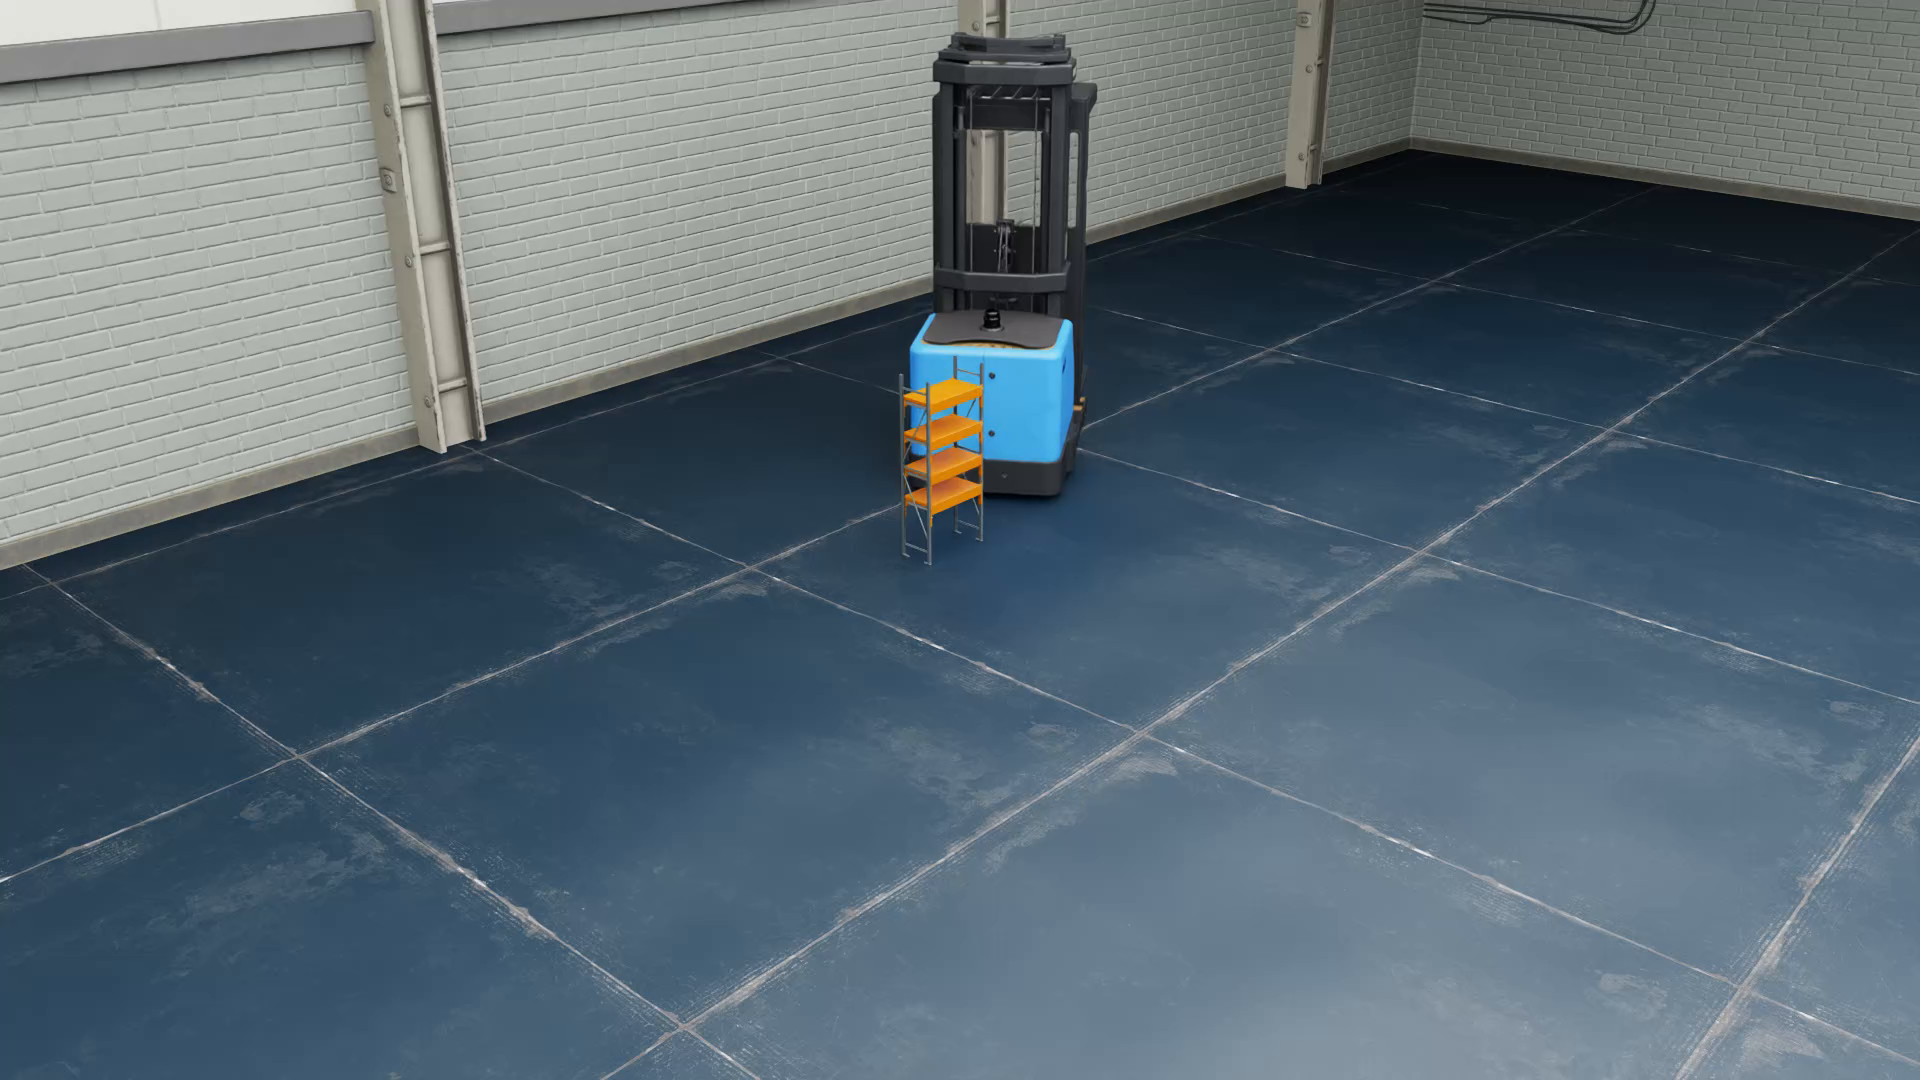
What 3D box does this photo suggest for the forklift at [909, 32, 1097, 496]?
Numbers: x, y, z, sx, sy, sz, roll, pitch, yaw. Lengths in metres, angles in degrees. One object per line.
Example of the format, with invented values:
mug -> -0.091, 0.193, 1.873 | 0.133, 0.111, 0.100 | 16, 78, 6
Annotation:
forklift -> 0.388, -2.208, 12.093 | 1.130, 2.935, 3.031 | 4, 24, 8

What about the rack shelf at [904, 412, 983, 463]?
rack shelf -> -0.110, -0.640, 10.328 | 0.258, 0.148, 0.480 | 20, 31, 38

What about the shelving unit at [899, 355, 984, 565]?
shelving unit -> -0.110, -0.497, 10.392 | 0.258, 1.200, 0.503 | 20, 31, 38

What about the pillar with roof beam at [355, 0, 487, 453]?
pillar with roof beam -> -0.575, -3.665, 7.925 | 9.100, 9.000, 0.400 | 20, 31, 38

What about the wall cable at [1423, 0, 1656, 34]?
wall cable -> 7.179, -7.616, 20.532 | 3.097, 2.526, 0.112 | 20, 31, 38

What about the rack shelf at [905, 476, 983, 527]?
rack shelf -> -0.110, -0.254, 10.501 | 0.258, 0.148, 0.480 | 20, 31, 38

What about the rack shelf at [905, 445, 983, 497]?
rack shelf -> -0.110, -0.436, 10.420 | 0.258, 0.148, 0.480 | 20, 31, 38

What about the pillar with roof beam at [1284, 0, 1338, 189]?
pillar with roof beam -> 7.434, -7.321, 16.079 | 9.100, 9.000, 0.400 | 20, 31, 38

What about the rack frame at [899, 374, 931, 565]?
rack frame -> -0.273, -0.423, 10.226 | 0.240, 1.200, 0.015 | 20, 31, 38

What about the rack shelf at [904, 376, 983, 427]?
rack shelf -> -0.110, -0.856, 10.231 | 0.258, 0.148, 0.480 | 20, 31, 38

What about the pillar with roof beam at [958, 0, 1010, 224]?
pillar with roof beam -> 3.429, -5.493, 12.002 | 9.100, 9.000, 0.400 | 20, 31, 38

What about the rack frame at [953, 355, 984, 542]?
rack frame -> 0.052, -0.571, 10.558 | 0.240, 1.200, 0.015 | 20, 31, 38
